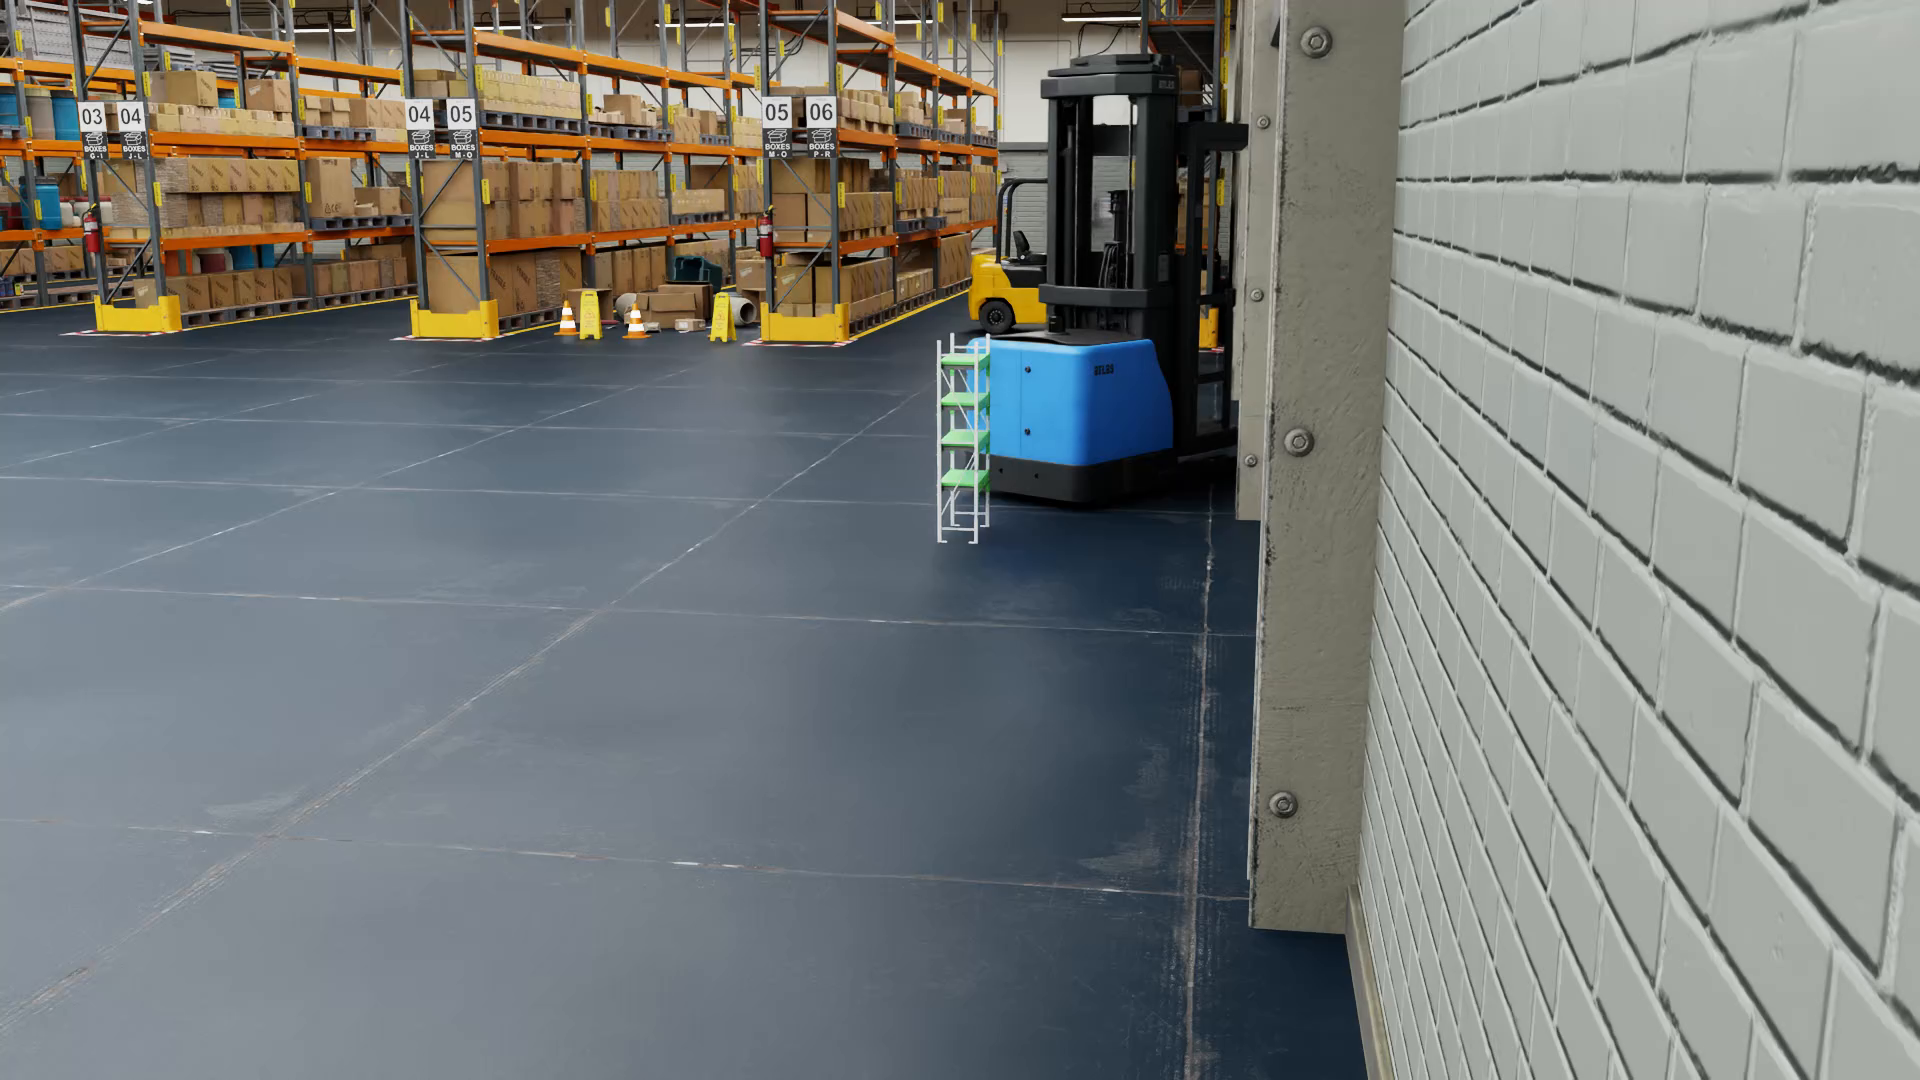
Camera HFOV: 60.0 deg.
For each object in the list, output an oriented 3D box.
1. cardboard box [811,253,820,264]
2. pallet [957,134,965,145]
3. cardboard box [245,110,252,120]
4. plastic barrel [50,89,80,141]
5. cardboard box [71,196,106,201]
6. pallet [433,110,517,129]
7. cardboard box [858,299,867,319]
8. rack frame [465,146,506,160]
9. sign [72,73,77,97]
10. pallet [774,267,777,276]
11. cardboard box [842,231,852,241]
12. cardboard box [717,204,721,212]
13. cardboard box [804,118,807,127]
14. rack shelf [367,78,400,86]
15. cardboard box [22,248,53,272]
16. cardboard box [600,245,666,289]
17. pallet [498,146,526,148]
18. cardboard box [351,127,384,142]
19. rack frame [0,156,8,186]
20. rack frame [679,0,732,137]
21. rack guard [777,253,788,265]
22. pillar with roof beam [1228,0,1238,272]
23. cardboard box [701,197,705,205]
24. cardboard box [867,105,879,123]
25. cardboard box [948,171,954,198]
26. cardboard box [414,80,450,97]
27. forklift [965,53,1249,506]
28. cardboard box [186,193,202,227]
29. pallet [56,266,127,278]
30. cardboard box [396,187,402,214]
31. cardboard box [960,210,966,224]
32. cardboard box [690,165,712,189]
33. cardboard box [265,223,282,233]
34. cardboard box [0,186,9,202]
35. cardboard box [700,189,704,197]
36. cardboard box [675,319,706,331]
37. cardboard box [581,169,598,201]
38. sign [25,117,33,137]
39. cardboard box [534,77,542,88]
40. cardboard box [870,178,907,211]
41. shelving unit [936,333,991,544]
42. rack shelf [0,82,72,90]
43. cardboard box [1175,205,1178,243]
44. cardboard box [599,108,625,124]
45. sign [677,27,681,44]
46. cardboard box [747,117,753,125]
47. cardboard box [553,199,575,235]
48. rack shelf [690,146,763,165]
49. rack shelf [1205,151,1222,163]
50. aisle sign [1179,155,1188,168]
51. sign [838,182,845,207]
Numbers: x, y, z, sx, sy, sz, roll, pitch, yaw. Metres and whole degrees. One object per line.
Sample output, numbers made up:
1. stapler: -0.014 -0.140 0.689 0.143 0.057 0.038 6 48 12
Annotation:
1. cardboard box: -2.219 -4.026 23.763 0.380 0.149 0.250 2 12 10
2. pallet: -0.363 -7.853 32.648 0.805 0.209 1.217 1 12 6
3. cardboard box: -11.272 -6.622 25.891 0.380 0.149 0.250 2 12 11
4. plastic barrel: -16.123 -7.586 29.762 0.600 0.901 0.708 2 12 9
5. cardboard box: -19.504 -7.462 37.260 0.500 0.500 0.500 2 12 10
6. pallet: -6.920 -5.892 23.303 1.003 0.211 1.213 2 12 9
7. cardboard box: -1.633 -3.301 23.720 0.500 0.250 0.500 2 12 11
8. rack frame: -10.063 -6.994 35.326 1.000 3.000 0.127 2 12 9
9. sign: -12.454 -6.417 23.429 0.100 0.325 0.005 2 12 9
10. pallet: -4.734 -6.098 37.788 1.003 0.211 1.213 2 12 9
11. cardboard box: -1.714 -4.222 23.059 0.380 0.149 0.250 1 12 7
12. cardboard box: -5.083 -6.751 33.801 0.380 0.149 0.250 2 12 9
13. cardboard box: -2.258 -5.709 22.839 0.380 0.149 0.250 2 12 10
14. rack shelf: -10.371 -8.963 32.880 1.077 0.370 4.000 2 12 9
15. cardboard box: -19.806 -5.990 35.556 0.500 0.500 0.500 2 12 9
16. cardboard box: -5.976 -4.961 30.237 1.050 0.750 0.750 2 12 8
17. pallet: -9.737 -8.840 36.983 1.003 0.211 1.213 2 12 9
18. cardboard box: -10.652 -7.239 29.700 0.500 0.250 0.500 2 12 10
19. rack frame: -24.131 -8.308 41.424 1.000 3.000 0.127 2 12 9
20. rack frame: -5.178 -9.745 33.851 1.000 3.000 0.127 2 12 9
21. rack guard: -4.574 -6.407 38.537 1.175 0.500 0.348 2 12 9
22. pillar with roof beam: 2.301 -10.950 39.442 9.100 9.000 0.548 2 12 9
23. cardboard box: -5.243 -6.676 32.746 0.380 0.149 0.250 2 12 9
24. cardboard box: -1.473 -6.234 24.332 0.500 0.250 0.500 2 12 8
25. cardboard box: -0.407 -6.683 31.274 0.500 0.500 0.500 2 12 10
26. cardboard box: -7.224 -6.218 23.020 0.500 0.250 0.500 2 12 9
27. forklift: 1.372 -1.911 11.902 1.130 2.935 3.031 10 16 39
28. cardboard box: -11.839 -4.912 24.721 0.875 0.500 0.500 2 12 9
29. pallet: -19.745 -6.095 37.776 1.003 0.211 1.213 2 12 9
30. cardboard box: -10.722 -6.302 30.880 0.500 0.500 0.500 0 12 2
31. cardboard box: -0.171 -6.392 32.889 0.500 0.250 0.500 2 12 8
32. cardboard box: -5.373 -7.602 34.831 0.500 0.500 0.500 1 12 7
33. cardboard box: -11.110 -4.994 26.643 0.380 0.149 0.250 2 12 9
34. cardboard box: -20.152 -7.056 34.381 0.700 0.500 0.500 4 13 19
35. cardboard box: -5.248 -6.824 32.727 0.380 0.149 0.250 1 12 6
36. cardboard box: -3.911 -3.119 24.115 0.380 0.149 0.250 10 15 38
37. cardboard box: -6.338 -5.788 27.120 0.700 0.500 0.500 2 12 8
38. sign: -15.646 -6.940 27.933 0.100 0.325 0.005 2 12 9
39. cardboard box: -6.383 -6.732 24.459 0.380 0.149 0.250 2 12 9
40. cardboard box: -1.146 -5.495 26.433 0.500 0.500 0.500 2 12 10
41. shelving unit: 0.025 -0.621 10.027 0.258 1.200 0.503 2 12 9
42. rack shelf: -20.159 -9.285 34.373 1.077 0.370 4.000 2 12 9
43. cardboard box: 2.694 -4.282 22.507 0.500 0.500 0.500 2 12 10
44. cardboard box: -5.911 -7.184 28.175 0.396 0.266 0.258 2 12 9
45. sign: -5.711 -10.262 33.844 0.100 0.325 0.005 2 12 9
46. cardboard box: -4.644 -8.969 35.595 0.380 0.149 0.250 3 12 11
47. cardboard box: -6.515 -5.028 25.847 0.875 0.550 0.550 2 12 9
48. rack shelf: -4.870 -8.343 36.175 1.077 0.370 4.000 2 12 9
49. rack shelf: 4.326 -7.211 30.922 1.077 0.370 4.000 2 12 9
50. aisle sign: 4.969 -8.640 36.794 0.394 0.787 0.004 2 12 9
51. sign: -1.581 -4.580 22.073 0.100 0.325 0.005 2 12 9
